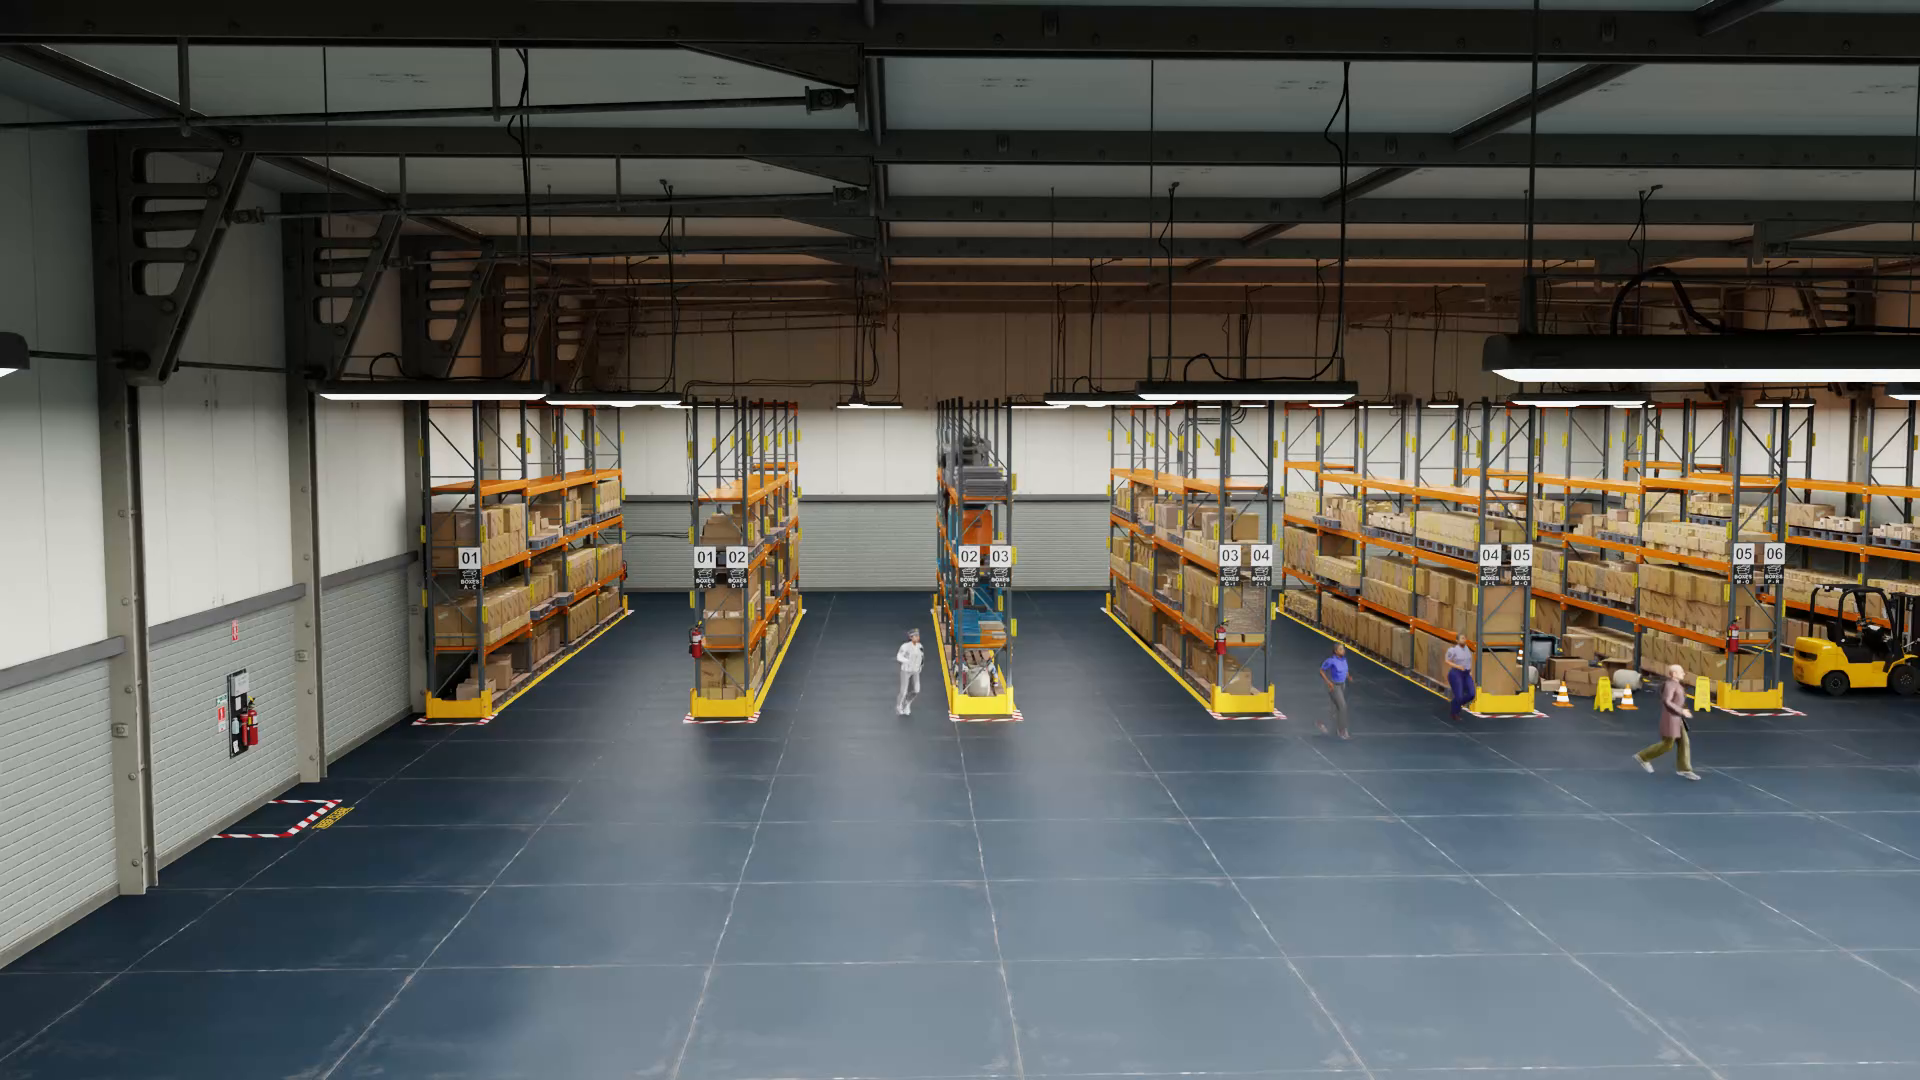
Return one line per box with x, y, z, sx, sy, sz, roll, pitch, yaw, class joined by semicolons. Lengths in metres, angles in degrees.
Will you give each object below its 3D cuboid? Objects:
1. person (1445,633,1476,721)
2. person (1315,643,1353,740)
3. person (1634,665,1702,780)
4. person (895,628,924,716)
9.305;2.546;30.873;0.633;1.620;0.554;-2;5;-22;person
6.585;2.645;29.245;0.789;1.700;0.579;4;6;44;person
11.083;2.832;25.990;0.983;1.795;0.722;3;5;33;person
-0.891;2.488;31.317;0.621;1.657;0.598;-2;5;-24;person
